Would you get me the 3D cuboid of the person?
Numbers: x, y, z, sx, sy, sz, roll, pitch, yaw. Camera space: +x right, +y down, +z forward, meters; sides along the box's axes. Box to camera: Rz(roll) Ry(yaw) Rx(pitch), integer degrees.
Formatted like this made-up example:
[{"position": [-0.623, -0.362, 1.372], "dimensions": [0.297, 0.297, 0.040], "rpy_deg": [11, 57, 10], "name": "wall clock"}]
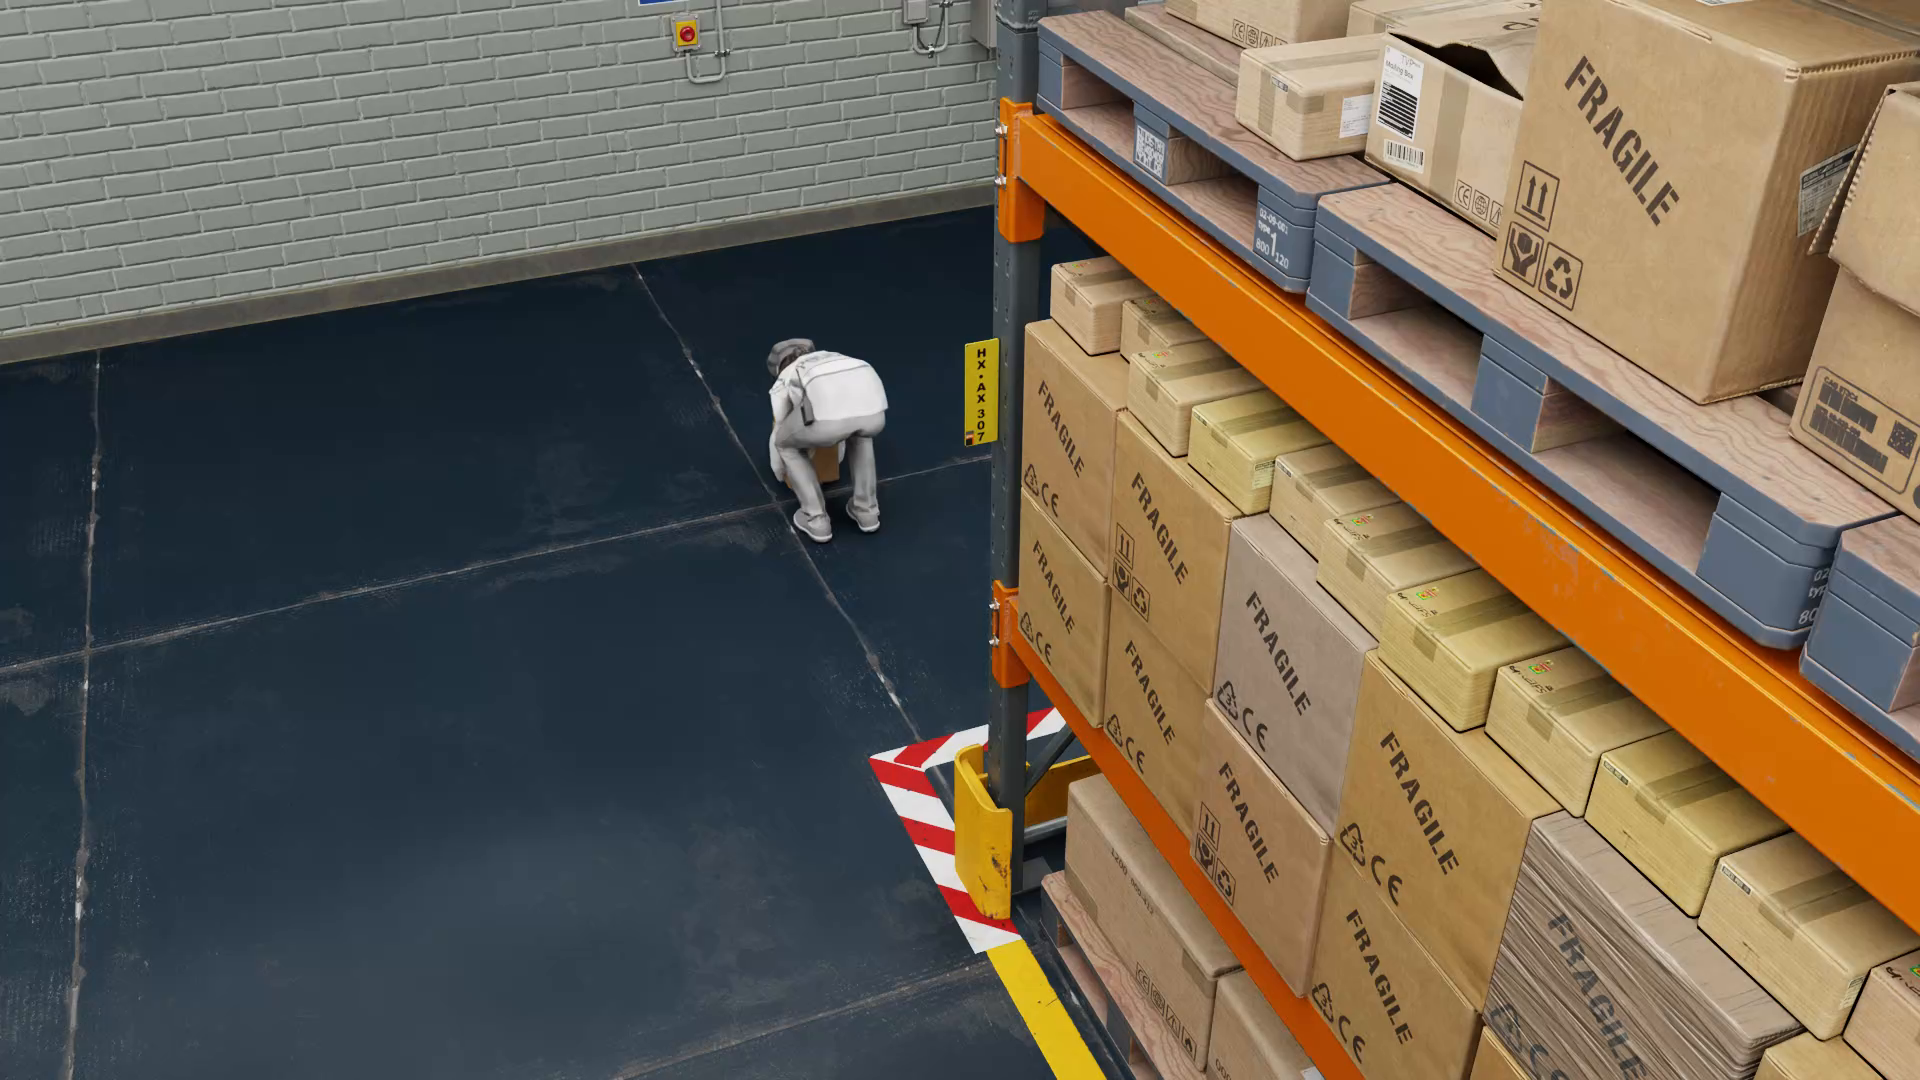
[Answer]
[{"position": [-0.631, -0.505, 7.623], "dimensions": [0.466, 0.862, 0.883], "rpy_deg": [-15, 36, -21], "name": "person"}]
